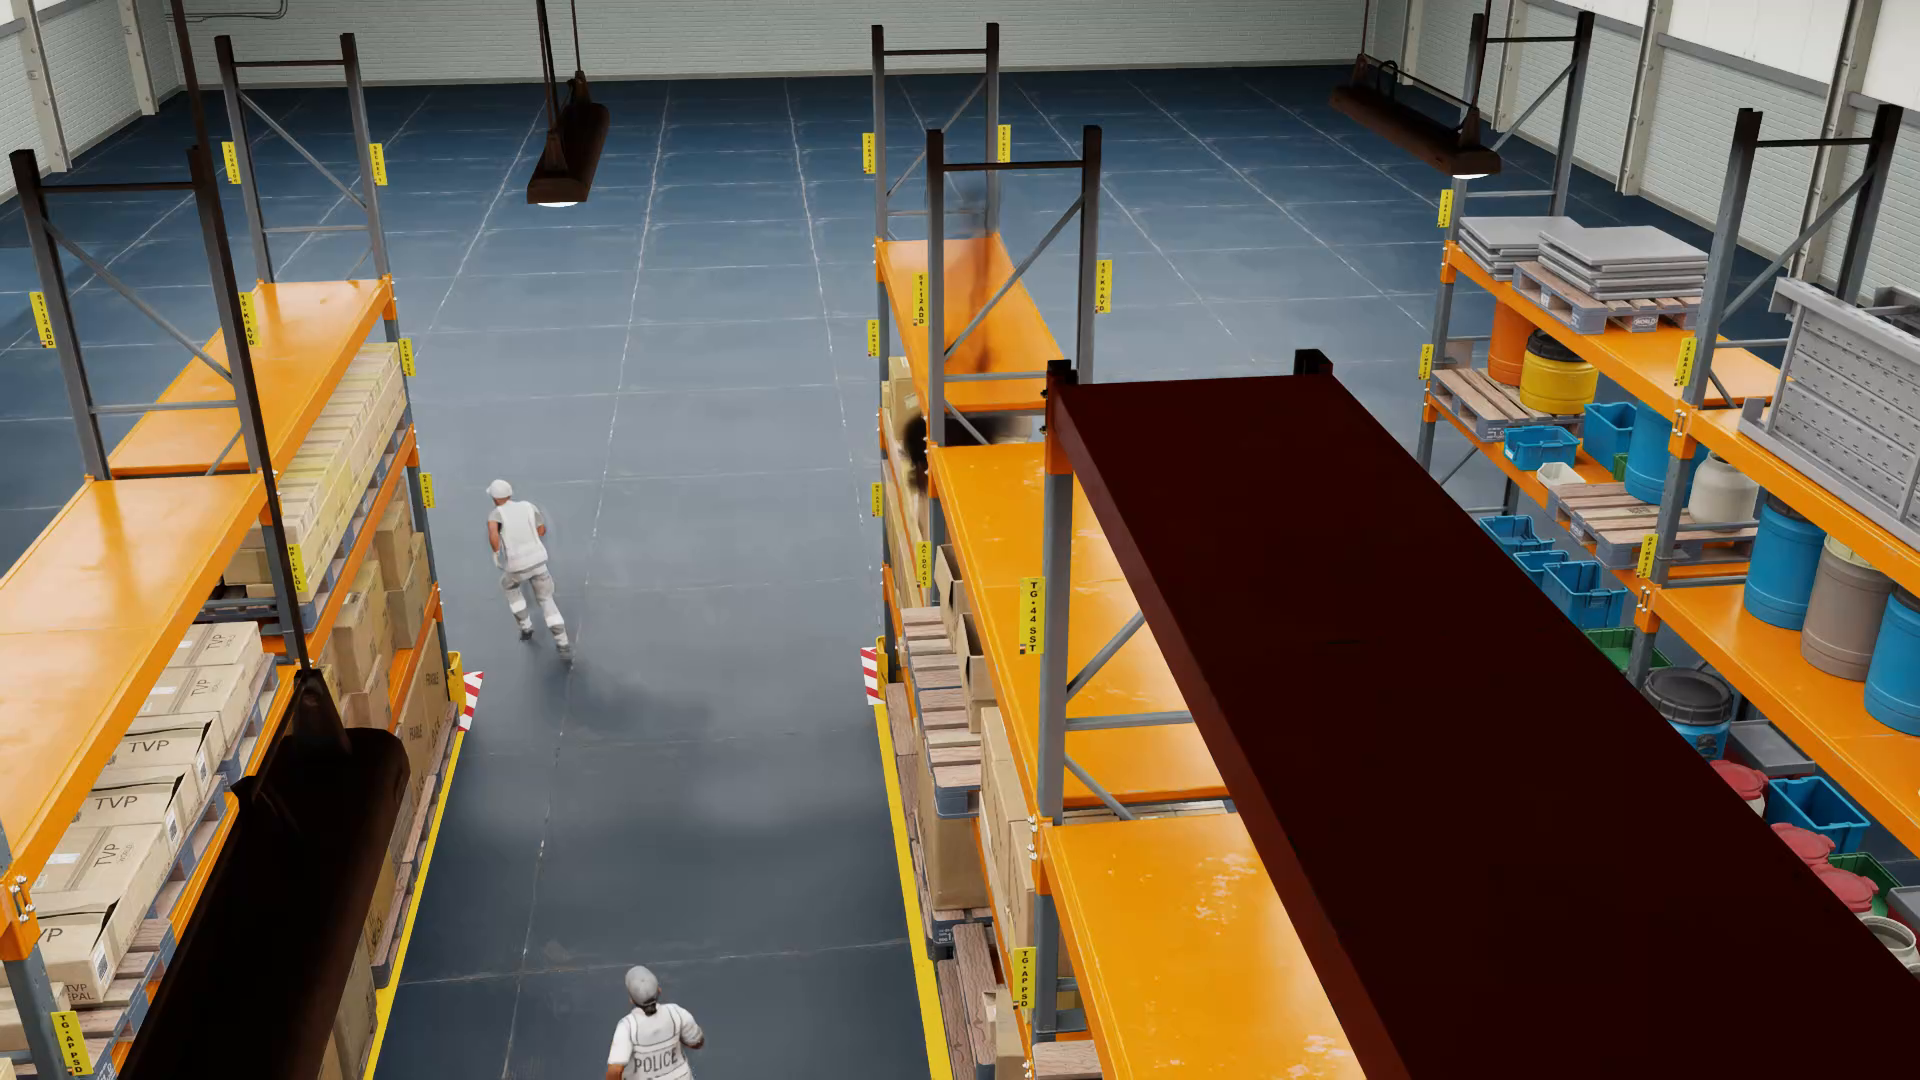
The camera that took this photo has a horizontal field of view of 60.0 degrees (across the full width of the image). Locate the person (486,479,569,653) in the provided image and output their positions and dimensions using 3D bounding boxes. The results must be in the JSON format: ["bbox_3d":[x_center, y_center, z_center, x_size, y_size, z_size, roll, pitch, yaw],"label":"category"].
[{"bbox_3d":[-4.165,0.311,15.976,0.999,1.710,0.707,23,34,39],"label":"person"}]

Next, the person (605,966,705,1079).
[{"bbox_3d":[-1.754,3.287,9.712,0.627,1.704,0.931,-11,27,-21],"label":"person"}]
